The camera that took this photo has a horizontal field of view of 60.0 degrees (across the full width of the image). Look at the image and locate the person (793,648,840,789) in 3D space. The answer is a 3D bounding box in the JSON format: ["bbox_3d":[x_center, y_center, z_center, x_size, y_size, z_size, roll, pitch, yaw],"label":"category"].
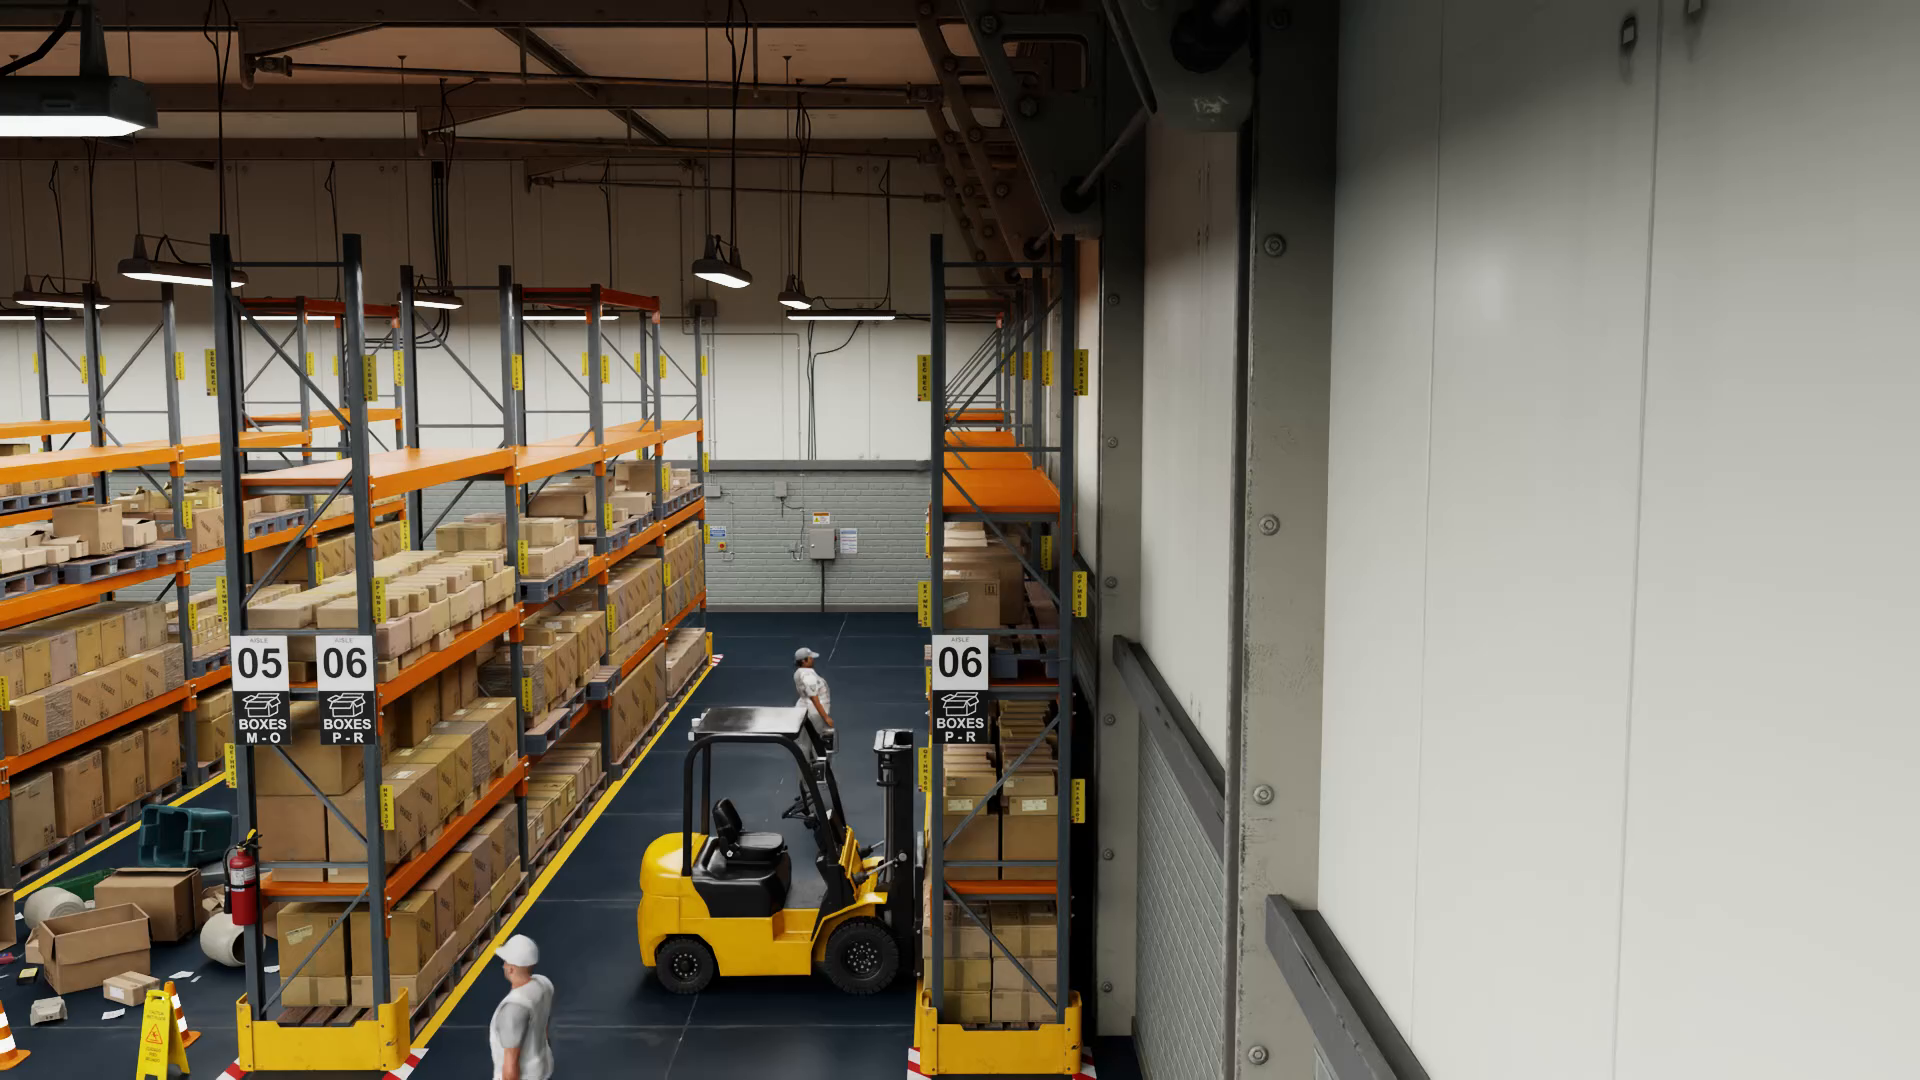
[{"bbox_3d":[-1.678,2.069,19.335,0.460,1.653,0.587,-5,8,-38],"label":"person"}]

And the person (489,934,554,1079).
[{"bbox_3d":[-2.548,3.209,9.738,0.349,1.822,0.662,0,6,3],"label":"person"}]
